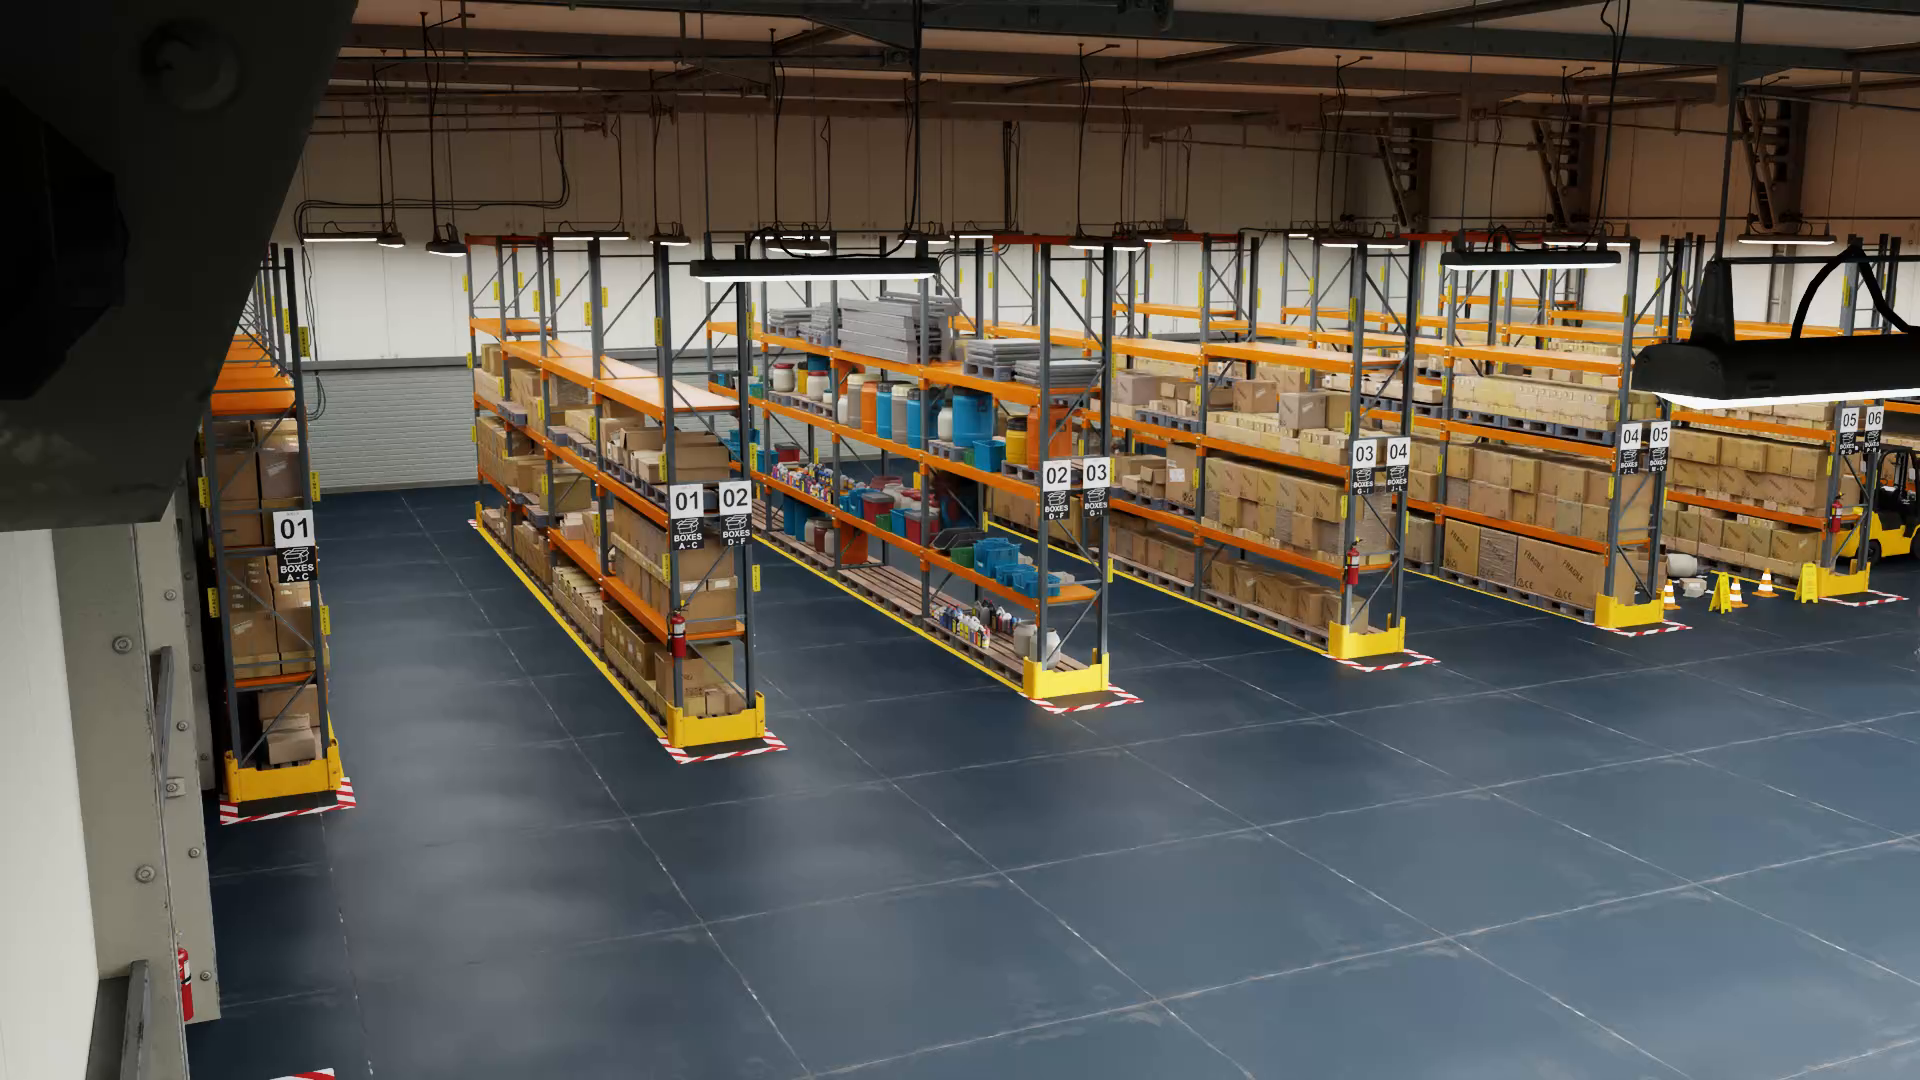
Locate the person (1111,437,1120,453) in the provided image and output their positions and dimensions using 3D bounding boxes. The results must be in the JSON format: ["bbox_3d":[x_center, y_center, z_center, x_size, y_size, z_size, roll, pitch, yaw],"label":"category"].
[{"bbox_3d":[3.280,-1.348,35.522,0.570,1.723,0.871,-7,13,-31],"label":"person"}]
